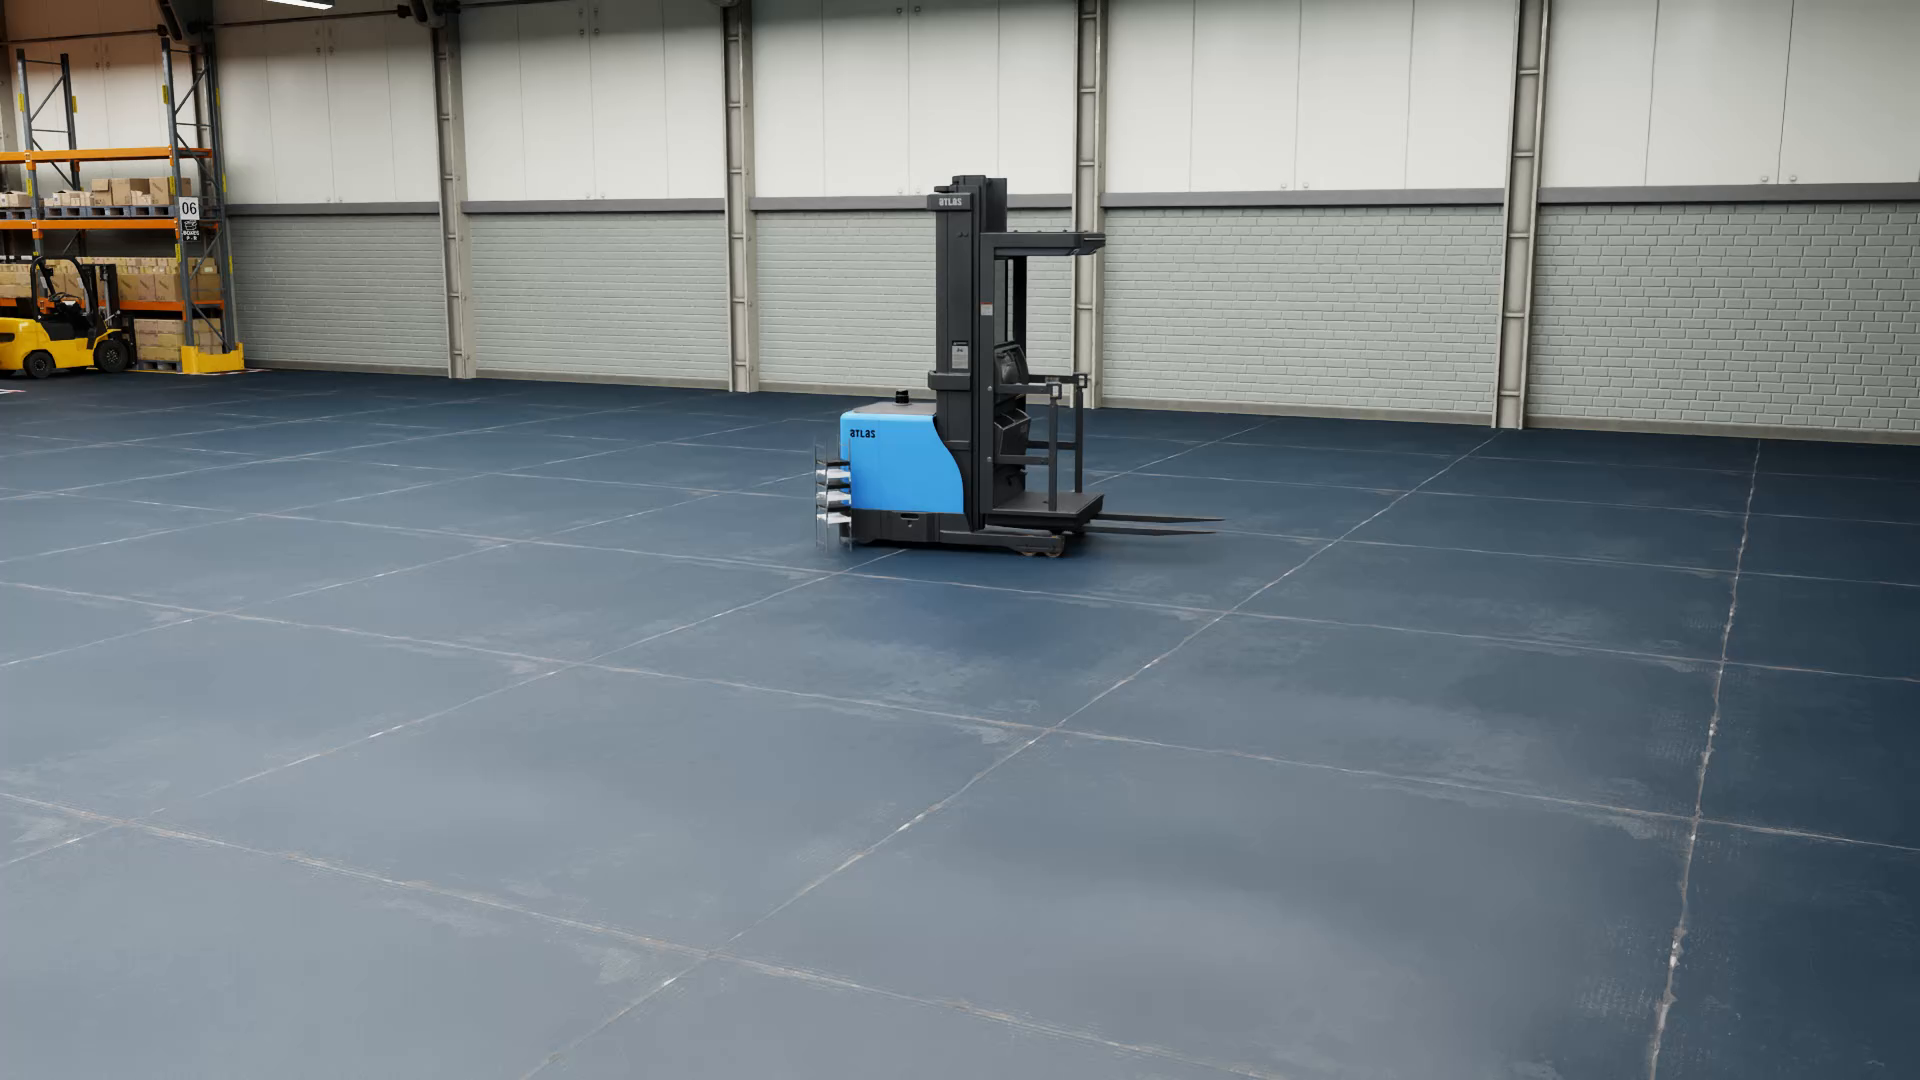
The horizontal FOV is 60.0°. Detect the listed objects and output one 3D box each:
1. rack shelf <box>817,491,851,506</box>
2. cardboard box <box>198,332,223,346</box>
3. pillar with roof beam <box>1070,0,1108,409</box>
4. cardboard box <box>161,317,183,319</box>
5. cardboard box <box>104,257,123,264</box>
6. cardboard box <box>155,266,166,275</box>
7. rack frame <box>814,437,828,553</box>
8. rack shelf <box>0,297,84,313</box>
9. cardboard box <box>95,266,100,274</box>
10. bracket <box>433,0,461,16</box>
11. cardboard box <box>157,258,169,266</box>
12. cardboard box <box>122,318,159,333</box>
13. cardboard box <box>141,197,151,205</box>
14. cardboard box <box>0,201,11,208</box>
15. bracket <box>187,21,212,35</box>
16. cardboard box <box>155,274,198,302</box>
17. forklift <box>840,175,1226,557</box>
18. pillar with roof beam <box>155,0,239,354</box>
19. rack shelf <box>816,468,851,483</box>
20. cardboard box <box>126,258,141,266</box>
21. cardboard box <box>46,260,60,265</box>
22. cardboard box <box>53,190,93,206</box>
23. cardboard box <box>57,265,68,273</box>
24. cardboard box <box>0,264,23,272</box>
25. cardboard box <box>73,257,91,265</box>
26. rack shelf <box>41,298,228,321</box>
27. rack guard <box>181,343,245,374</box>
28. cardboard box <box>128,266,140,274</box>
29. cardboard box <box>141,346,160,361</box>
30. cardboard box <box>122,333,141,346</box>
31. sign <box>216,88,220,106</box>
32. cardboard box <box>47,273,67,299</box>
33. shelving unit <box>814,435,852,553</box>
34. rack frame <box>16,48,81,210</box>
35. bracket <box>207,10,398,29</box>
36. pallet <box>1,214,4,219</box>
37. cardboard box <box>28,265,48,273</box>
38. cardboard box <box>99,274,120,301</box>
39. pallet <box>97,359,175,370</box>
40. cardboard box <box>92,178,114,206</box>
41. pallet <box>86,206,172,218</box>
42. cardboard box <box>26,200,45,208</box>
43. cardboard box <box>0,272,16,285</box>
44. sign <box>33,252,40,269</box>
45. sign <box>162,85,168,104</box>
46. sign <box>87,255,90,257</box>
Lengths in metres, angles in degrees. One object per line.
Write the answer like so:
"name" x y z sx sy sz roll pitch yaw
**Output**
"rack shelf" -1.012 -0.334 13.235 0.200 0.077 0.258 -5 12 -27
"cardboard box" -14.386 -3.825 31.582 0.500 0.250 0.500 5 12 27
"pillar with roof beam" -0.045 -5.700 19.959 0.400 9.000 9.100 5 11 26
"cardboard box" -14.854 -4.108 31.740 0.500 0.250 0.500 5 11 26
"cardboard box" -16.067 -5.307 31.695 0.250 0.149 0.380 5 11 26
"cardboard box" -14.734 -5.022 30.953 0.250 0.149 0.380 5 12 27
"rack frame" -1.101 -0.358 13.182 0.006 0.900 0.240 -5 12 -27
"rack shelf" -19.437 -4.774 33.707 4.000 0.370 1.077 5 11 26
"cardboard box" -16.339 -5.167 31.752 0.250 0.149 0.380 5 11 24
"bracket" -8.686 -9.015 28.168 0.430 0.232 0.235 5 11 26
"cardboard box" -14.706 -5.179 30.988 0.250 0.149 0.380 5 11 26
"cardboard box" -15.525 -4.065 31.503 0.500 0.250 0.500 5 11 27
"cardboard box" -14.934 -6.281 30.833 0.250 0.149 0.380 5 11 24
"cardboard box" -18.764 -6.617 32.692 0.250 0.149 0.380 5 11 26
"bracket" -14.067 -9.488 30.781 0.430 0.232 0.235 5 11 26
"cardboard box" -14.614 -4.702 31.005 0.500 0.500 0.500 5 11 25
"forklift" 0.600 -1.412 13.302 3.031 2.935 1.130 3 11 16
"pillar with roof beam" -16.187 -7.119 27.796 0.548 9.000 9.100 5 11 26
"rack shelf" -1.012 -0.511 13.203 0.200 0.077 0.258 -5 12 -27
"cardboard box" -15.426 -5.230 31.267 0.250 0.149 0.380 5 12 27
"cardboard box" -17.489 -5.413 32.279 0.250 0.149 0.380 5 12 27
"cardboard box" -17.006 -6.554 31.890 0.500 0.311 0.500 5 12 27
"cardboard box" -17.241 -5.252 32.224 0.250 0.149 0.380 5 12 27
"cardboard box" -18.779 -5.375 32.906 0.250 0.149 0.380 5 11 24
"cardboard box" -16.797 -5.351 31.939 0.250 0.149 0.380 5 12 27
"rack shelf" -15.850 -4.459 31.966 4.000 0.370 1.077 5 11 26
"rack guard" -14.035 -3.424 31.243 0.348 0.500 1.175 5 11 26
"cardboard box" -15.417 -5.087 31.313 0.250 0.149 0.380 5 11 24
"cardboard box" -15.060 -3.536 31.389 0.500 0.250 0.500 5 11 26
"cardboard box" -15.549 -3.822 31.564 0.500 0.250 0.500 5 11 25
"sign" -13.806 -8.233 30.887 0.005 0.325 0.100 5 11 26
"cardboard box" -17.361 -4.943 32.340 0.500 0.500 0.500 5 11 24
"shelving unit" -1.012 -0.367 13.229 0.210 0.900 0.258 -5 12 -27
"rack frame" -17.644 -7.923 32.238 0.127 3.000 1.000 5 11 26
"bracket" -11.741 -9.284 29.652 4.783 0.066 0.076 5 11 26
"pallet" -19.579 -6.542 33.563 1.213 0.211 1.003 6 12 28
"cardboard box" -18.048 -5.331 32.659 0.250 0.149 0.380 5 12 28
"cardboard box" -15.991 -4.822 31.671 0.500 0.500 0.500 5 11 26
"pallet" -15.851 -3.433 32.108 1.213 0.211 1.003 5 11 26
"cardboard box" -15.943 -6.583 31.509 0.637 0.503 0.797 5 12 28
"pallet" -15.777 -6.244 31.632 1.213 0.211 1.003 5 11 26
"cardboard box" -18.318 -6.677 33.024 0.250 0.149 0.380 5 11 26
"cardboard box" -18.662 -5.180 32.947 0.500 0.250 0.500 5 11 24
"sign" -17.875 -5.414 32.193 0.005 0.325 0.100 5 11 26
"sign" -14.310 -8.021 29.934 0.005 0.325 0.100 5 11 26
"sign" -17.400 -5.524 33.179 0.005 0.325 0.100 5 11 26
